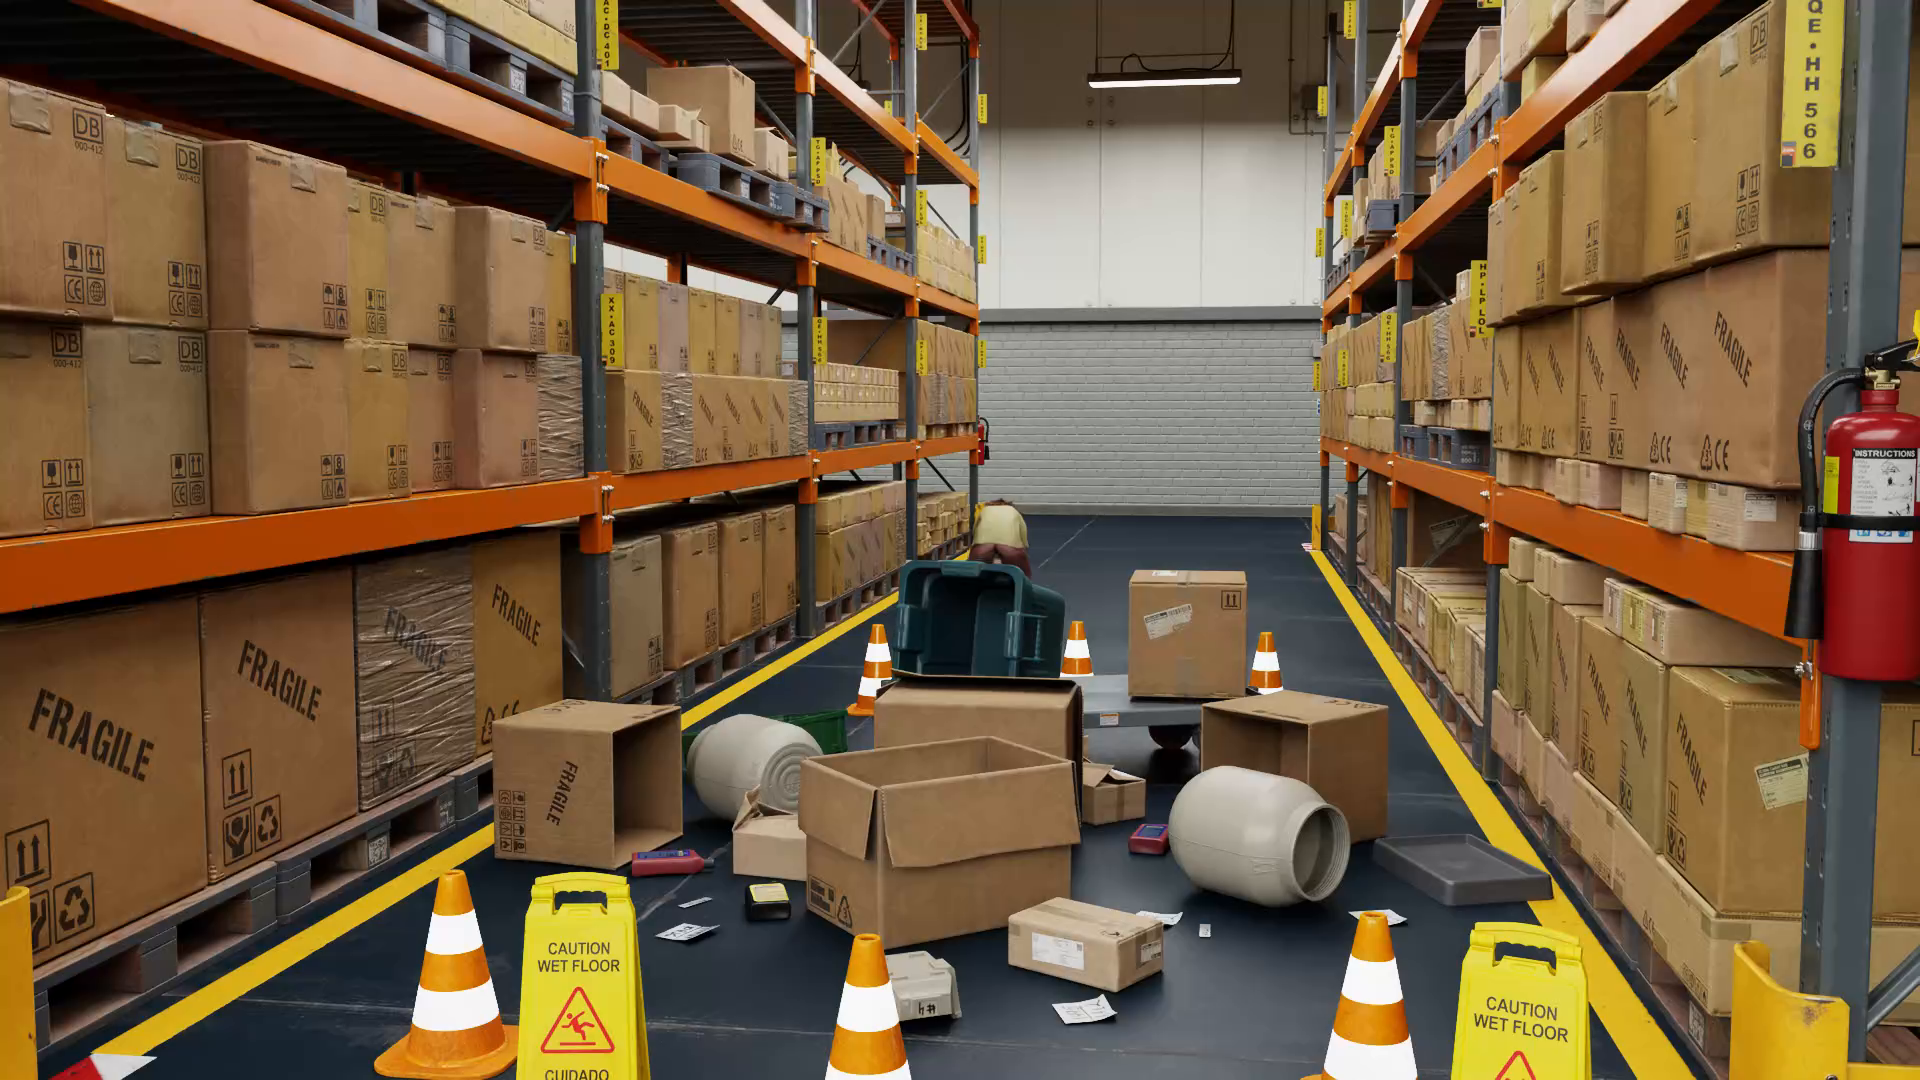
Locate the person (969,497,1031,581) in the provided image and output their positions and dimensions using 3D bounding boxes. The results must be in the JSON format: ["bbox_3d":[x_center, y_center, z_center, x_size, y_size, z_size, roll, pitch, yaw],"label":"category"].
[{"bbox_3d":[0.287,0.172,12.248,0.476,0.954,0.862,0,5,6],"label":"person"}]
